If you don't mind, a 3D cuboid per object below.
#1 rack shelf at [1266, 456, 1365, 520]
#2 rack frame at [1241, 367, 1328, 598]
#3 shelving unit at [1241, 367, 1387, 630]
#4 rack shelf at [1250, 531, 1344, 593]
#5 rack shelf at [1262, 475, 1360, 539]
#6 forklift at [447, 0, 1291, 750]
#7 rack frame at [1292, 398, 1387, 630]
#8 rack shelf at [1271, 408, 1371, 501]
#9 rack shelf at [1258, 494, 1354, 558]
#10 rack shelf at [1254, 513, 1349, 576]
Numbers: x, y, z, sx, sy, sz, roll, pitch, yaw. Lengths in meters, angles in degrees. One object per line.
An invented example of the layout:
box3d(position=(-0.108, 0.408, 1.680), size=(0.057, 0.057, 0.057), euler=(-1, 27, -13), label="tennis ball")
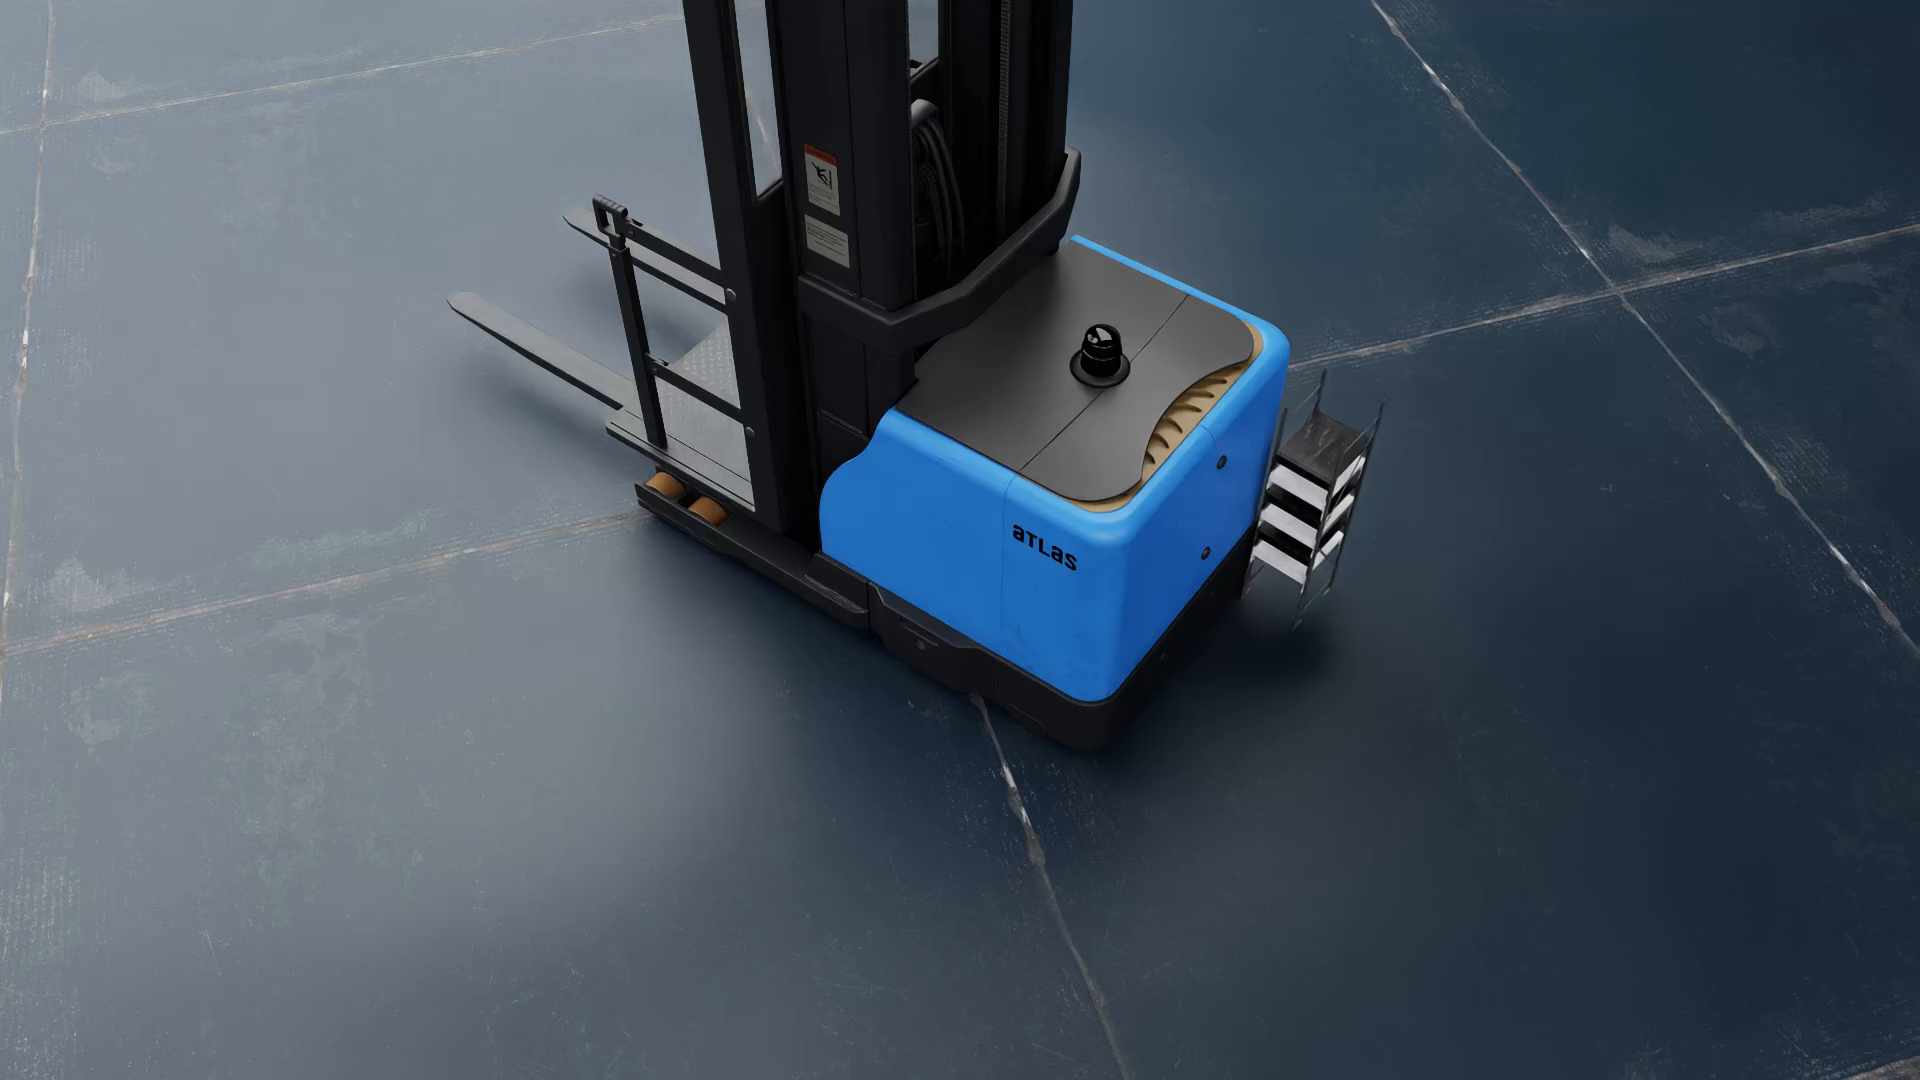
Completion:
box3d(position=(1.105, -0.205, 5.141), size=(0.200, 0.077, 0.258), euler=(33, 57, 24), label="rack shelf")
box3d(position=(1.026, -0.162, 5.295), size=(0.006, 0.900, 0.240), euler=(33, 57, 24), label="rack frame")
box3d(position=(1.104, -0.111, 5.254), size=(0.210, 0.900, 0.258), euler=(33, 57, 24), label="shelving unit")
box3d(position=(1.102, 0.025, 5.418), size=(0.200, 0.077, 0.258), euler=(33, 57, 24), label="rack shelf")
box3d(position=(1.104, -0.148, 5.210), size=(0.200, 0.077, 0.258), euler=(33, 57, 24), label="rack shelf")
box3d(position=(-0.504, -1.226, 4.867), size=(3.031, 2.935, 1.130), euler=(29, 56, 22), label="forklift")
box3d(position=(1.181, -0.060, 5.212), size=(0.006, 0.900, 0.240), euler=(33, 57, 24), label="rack frame")
box3d(position=(1.106, -0.263, 5.072), size=(0.200, 0.077, 0.258), euler=(33, 57, 24), label="rack shelf")
box3d(position=(1.104, -0.090, 5.279), size=(0.200, 0.077, 0.258), euler=(33, 57, 24), label="rack shelf")
box3d(position=(1.103, -0.032, 5.349), size=(0.200, 0.077, 0.258), euler=(33, 57, 24), label="rack shelf")
